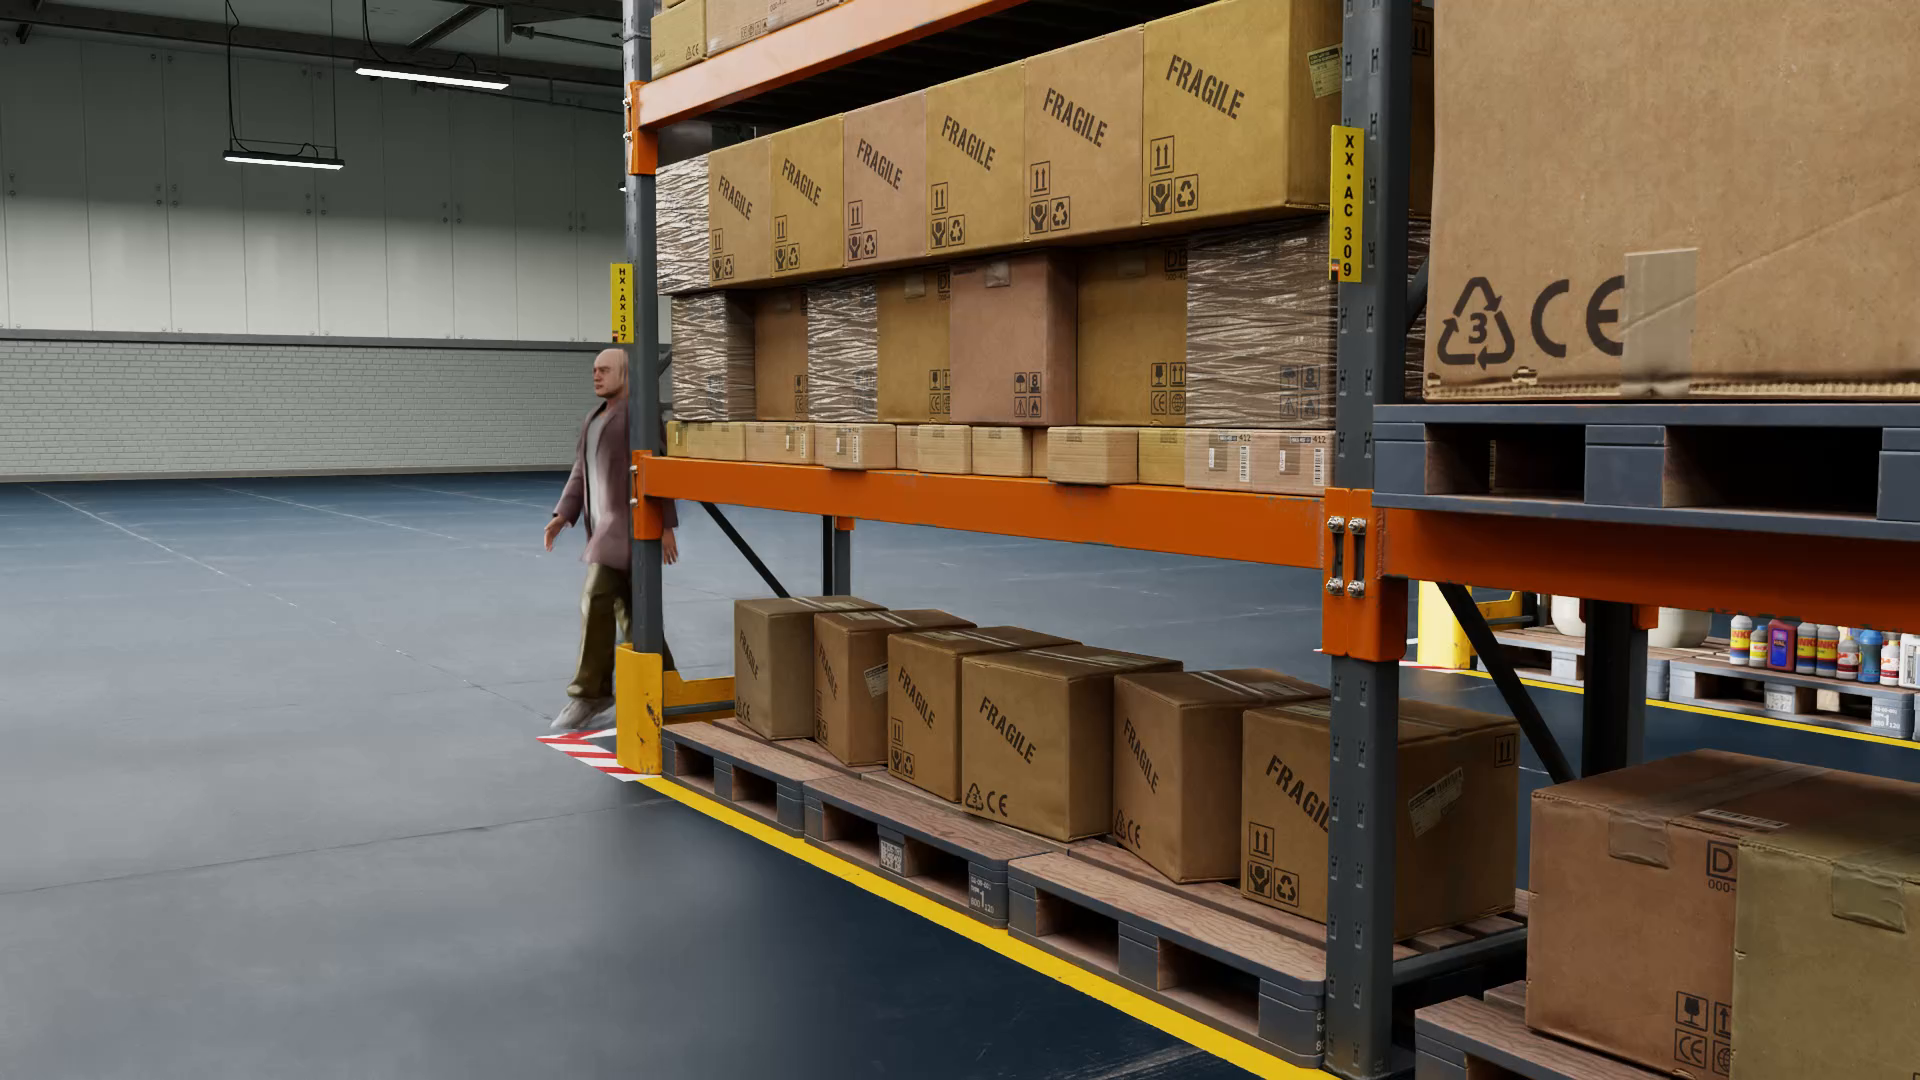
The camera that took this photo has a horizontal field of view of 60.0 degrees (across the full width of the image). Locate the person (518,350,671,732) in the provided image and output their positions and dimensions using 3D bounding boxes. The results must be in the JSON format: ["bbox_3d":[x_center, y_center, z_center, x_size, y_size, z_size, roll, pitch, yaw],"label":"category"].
[{"bbox_3d":[-1.771,-0.028,8.021,0.943,1.772,0.598,-4,6,-40],"label":"person"}]
